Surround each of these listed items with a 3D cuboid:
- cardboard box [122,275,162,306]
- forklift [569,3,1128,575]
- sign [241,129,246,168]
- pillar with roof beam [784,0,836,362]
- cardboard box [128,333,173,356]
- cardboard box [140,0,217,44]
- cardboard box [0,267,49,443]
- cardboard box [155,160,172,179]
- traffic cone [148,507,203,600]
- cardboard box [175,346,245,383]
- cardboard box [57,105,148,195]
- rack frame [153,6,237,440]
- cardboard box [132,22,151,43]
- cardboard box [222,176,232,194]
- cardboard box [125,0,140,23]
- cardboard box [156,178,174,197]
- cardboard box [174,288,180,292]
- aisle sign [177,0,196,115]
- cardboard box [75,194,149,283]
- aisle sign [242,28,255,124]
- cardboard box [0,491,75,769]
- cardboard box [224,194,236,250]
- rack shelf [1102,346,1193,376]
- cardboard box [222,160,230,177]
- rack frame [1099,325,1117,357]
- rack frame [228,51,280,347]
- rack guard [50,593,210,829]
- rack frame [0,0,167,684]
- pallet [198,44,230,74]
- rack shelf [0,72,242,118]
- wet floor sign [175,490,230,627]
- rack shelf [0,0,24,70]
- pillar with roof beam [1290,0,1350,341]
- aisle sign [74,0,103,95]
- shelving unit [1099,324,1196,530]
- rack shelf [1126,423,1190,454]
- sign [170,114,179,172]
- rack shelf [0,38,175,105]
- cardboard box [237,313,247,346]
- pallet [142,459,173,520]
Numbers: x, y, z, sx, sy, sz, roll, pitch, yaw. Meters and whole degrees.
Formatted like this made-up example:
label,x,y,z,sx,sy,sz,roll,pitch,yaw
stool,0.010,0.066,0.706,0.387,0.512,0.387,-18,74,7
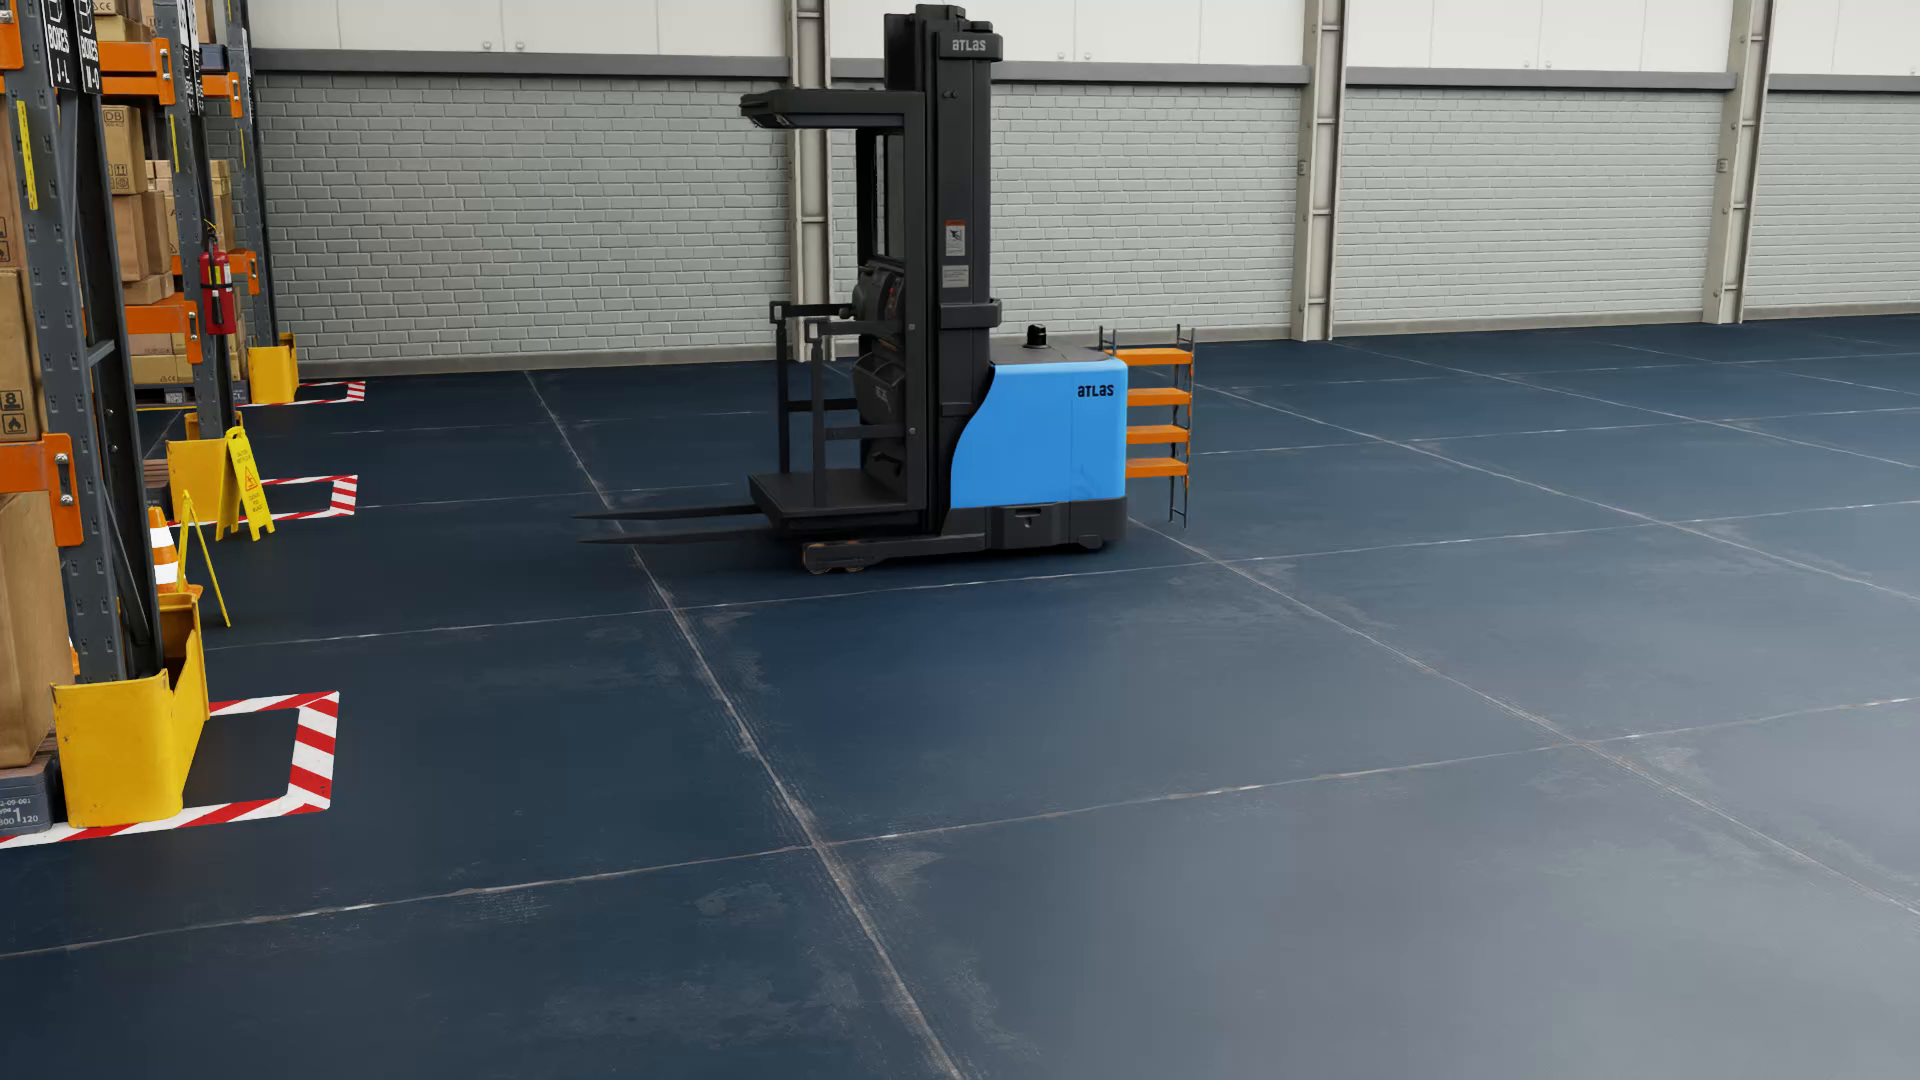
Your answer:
label,x,y,z,sx,sy,sz,roll,pitch,yaw
cardboard box,-4.994,-1.507,10.039,0.250,0.149,0.380,-4,14,-16
forklift,-0.632,-1.377,9.100,3.031,2.935,1.130,-4,14,-16
sign,-6.134,-3.351,14.233,0.005,0.325,0.100,-4,14,-18
pillar with roof beam,-0.182,-5.356,12.712,0.400,9.000,9.100,-4,14,-18
cardboard box,-7.135,-1.763,14.526,0.500,0.250,0.500,-5,14,-19
cardboard box,-6.636,-4.467,14.118,0.500,0.500,0.500,-4,14,-16
cardboard box,-3.370,-0.661,5.616,0.550,0.550,0.875,-4,14,-18
cardboard box,-6.790,-3.203,14.367,0.250,0.149,0.380,-4,14,-18
traffic cone,-4.027,0.063,8.376,0.334,0.463,0.336,-4,14,-18
cardboard box,-6.639,-1.555,14.732,0.500,0.250,0.500,-4,14,-18
cardboard box,-5.122,-2.298,9.802,0.500,0.500,0.700,-5,14,-19
rack frame,-4.708,-1.704,10.323,0.127,3.000,1.000,-4,14,-18
cardboard box,-5.125,-3.088,10.202,0.250,0.149,0.380,-4,14,-18
cardboard box,-6.698,-3.188,14.946,0.250,0.149,0.380,-5,14,-20
cardboard box,-5.269,-3.256,10.049,0.500,0.250,0.500,-5,14,-19
cardboard box,-6.766,-3.044,14.340,0.250,0.149,0.380,-4,14,-17
cardboard box,-7.283,-2.114,14.920,0.500,0.250,0.500,-4,14,-18
aisle sign,-4.556,-2.909,9.774,0.004,0.787,0.394,-4,14,-18
cardboard box,-5.134,-1.797,9.855,0.500,0.500,0.500,-5,14,-19
aisle sign,-6.138,-3.997,14.348,0.004,0.787,0.394,-4,14,-18
cardboard box,-3.655,0.268,5.717,0.875,0.875,0.875,-4,14,-18
cardboard box,-6.852,-2.865,14.990,0.500,0.500,0.500,-4,14,-16
rack shelf,1.086,-1.038,9.705,0.480,0.148,0.258,-3,14,-16
cardboard box,-6.681,-3.323,14.871,0.250,0.149,0.380,-5,14,-19
rack frame,0.849,-0.641,9.728,0.015,1.200,0.240,-3,14,-16
rack frame,-6.294,-2.792,14.899,0.127,3.000,1.000,-4,14,-18
rack guard,-3.010,0.589,6.087,0.348,0.500,1.175,-4,14,-18
rack frame,-3.033,-0.626,5.791,0.127,3.000,1.000,-4,14,-18
pallet,-6.973,-4.162,14.367,1.213,0.211,1.003,-4,14,-18
rack shelf,-8.190,-3.754,14.015,4.000,0.370,1.077,-4,14,-18
wet floor sign,-3.637,0.083,7.898,0.232,0.644,0.267,-7,15,-28
rack shelf,-4.929,-1.587,4.906,4.000,0.370,1.077,-4,14,-18
pillar with roof beam,5.505,-5.798,14.574,0.400,9.000,9.100,-4,14,-18
aisle sign,-3.062,-1.961,5.788,0.004,0.787,0.394,-4,14,-18
shelving unit,1.083,-0.655,9.795,0.503,1.200,0.258,-3,14,-16
rack shelf,1.083,-0.590,9.811,0.480,0.148,0.258,-3,14,-16
sign,-4.550,-2.298,9.635,0.005,0.325,0.100,-4,14,-18
rack shelf,-6.603,-2.665,9.439,4.000,0.370,1.077,-4,14,-18
cardboard box,-6.806,-1.913,15.156,0.500,0.250,0.500,-4,14,-17
pallet,-5.561,-0.289,10.403,1.213,0.211,1.003,-4,14,-18
